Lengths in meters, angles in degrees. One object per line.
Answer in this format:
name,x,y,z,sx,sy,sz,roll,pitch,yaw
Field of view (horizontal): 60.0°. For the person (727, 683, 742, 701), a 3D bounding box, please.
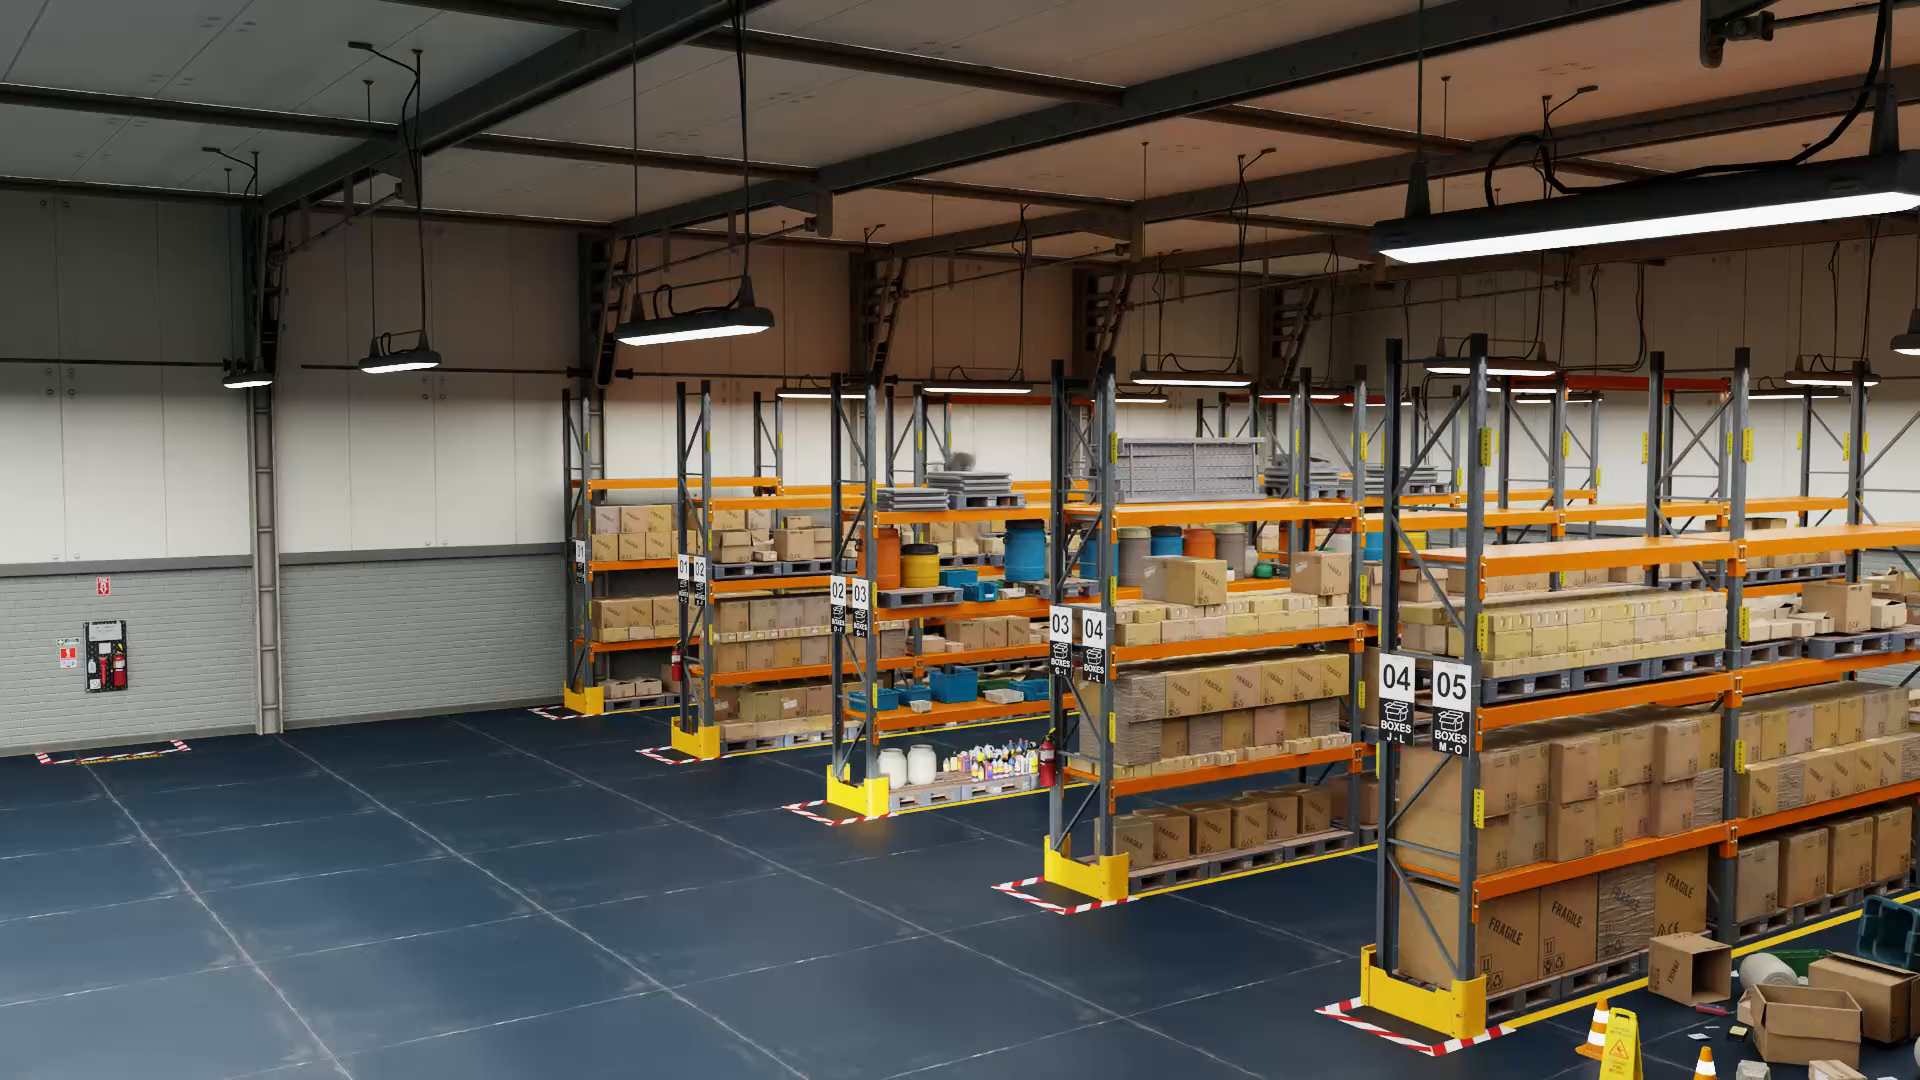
person,-3.925,2.381,29.159,0.953,1.779,0.683,-3,5,-36
